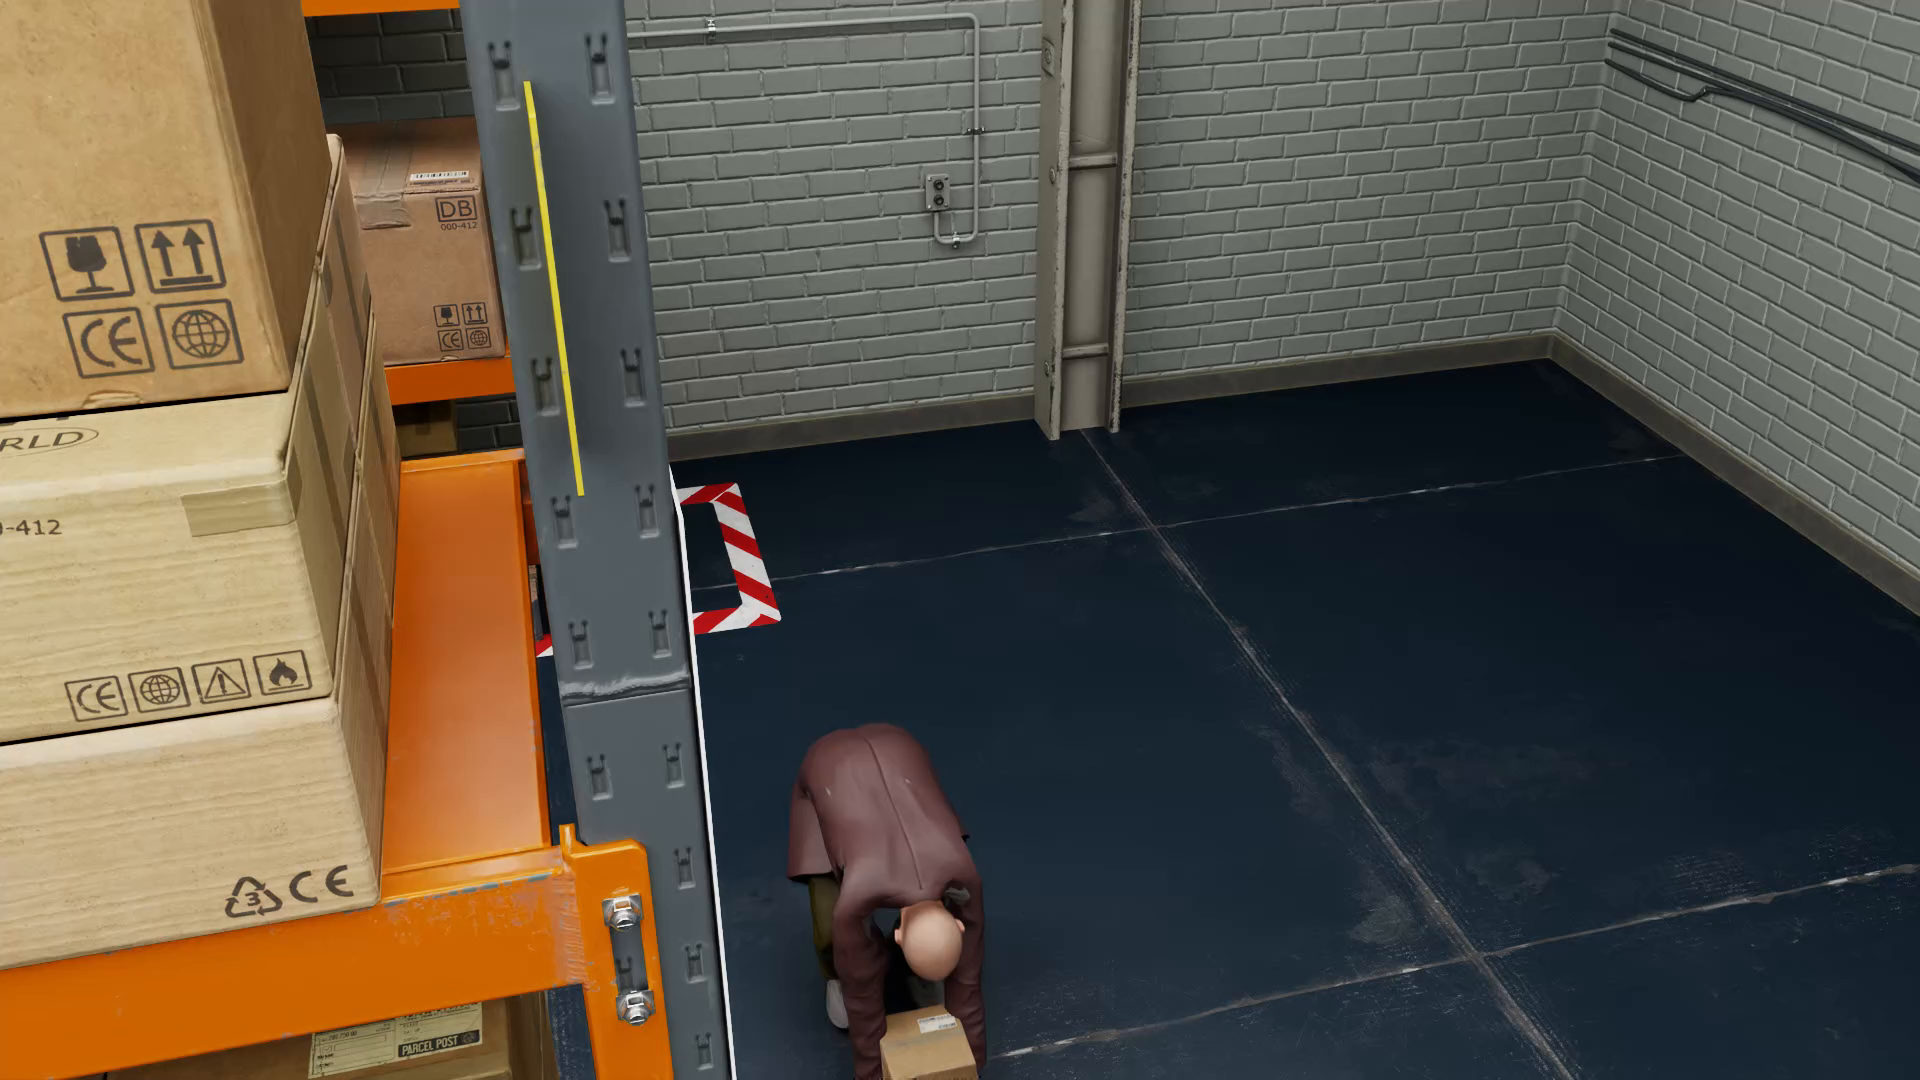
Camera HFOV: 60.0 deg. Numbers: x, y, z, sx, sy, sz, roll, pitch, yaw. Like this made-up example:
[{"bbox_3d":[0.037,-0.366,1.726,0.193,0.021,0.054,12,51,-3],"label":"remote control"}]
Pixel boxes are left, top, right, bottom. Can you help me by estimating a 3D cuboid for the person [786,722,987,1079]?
[{"bbox_3d":[-0.206,1.113,5.030,0.586,0.952,0.945,-9,31,-16],"label":"person"}]
